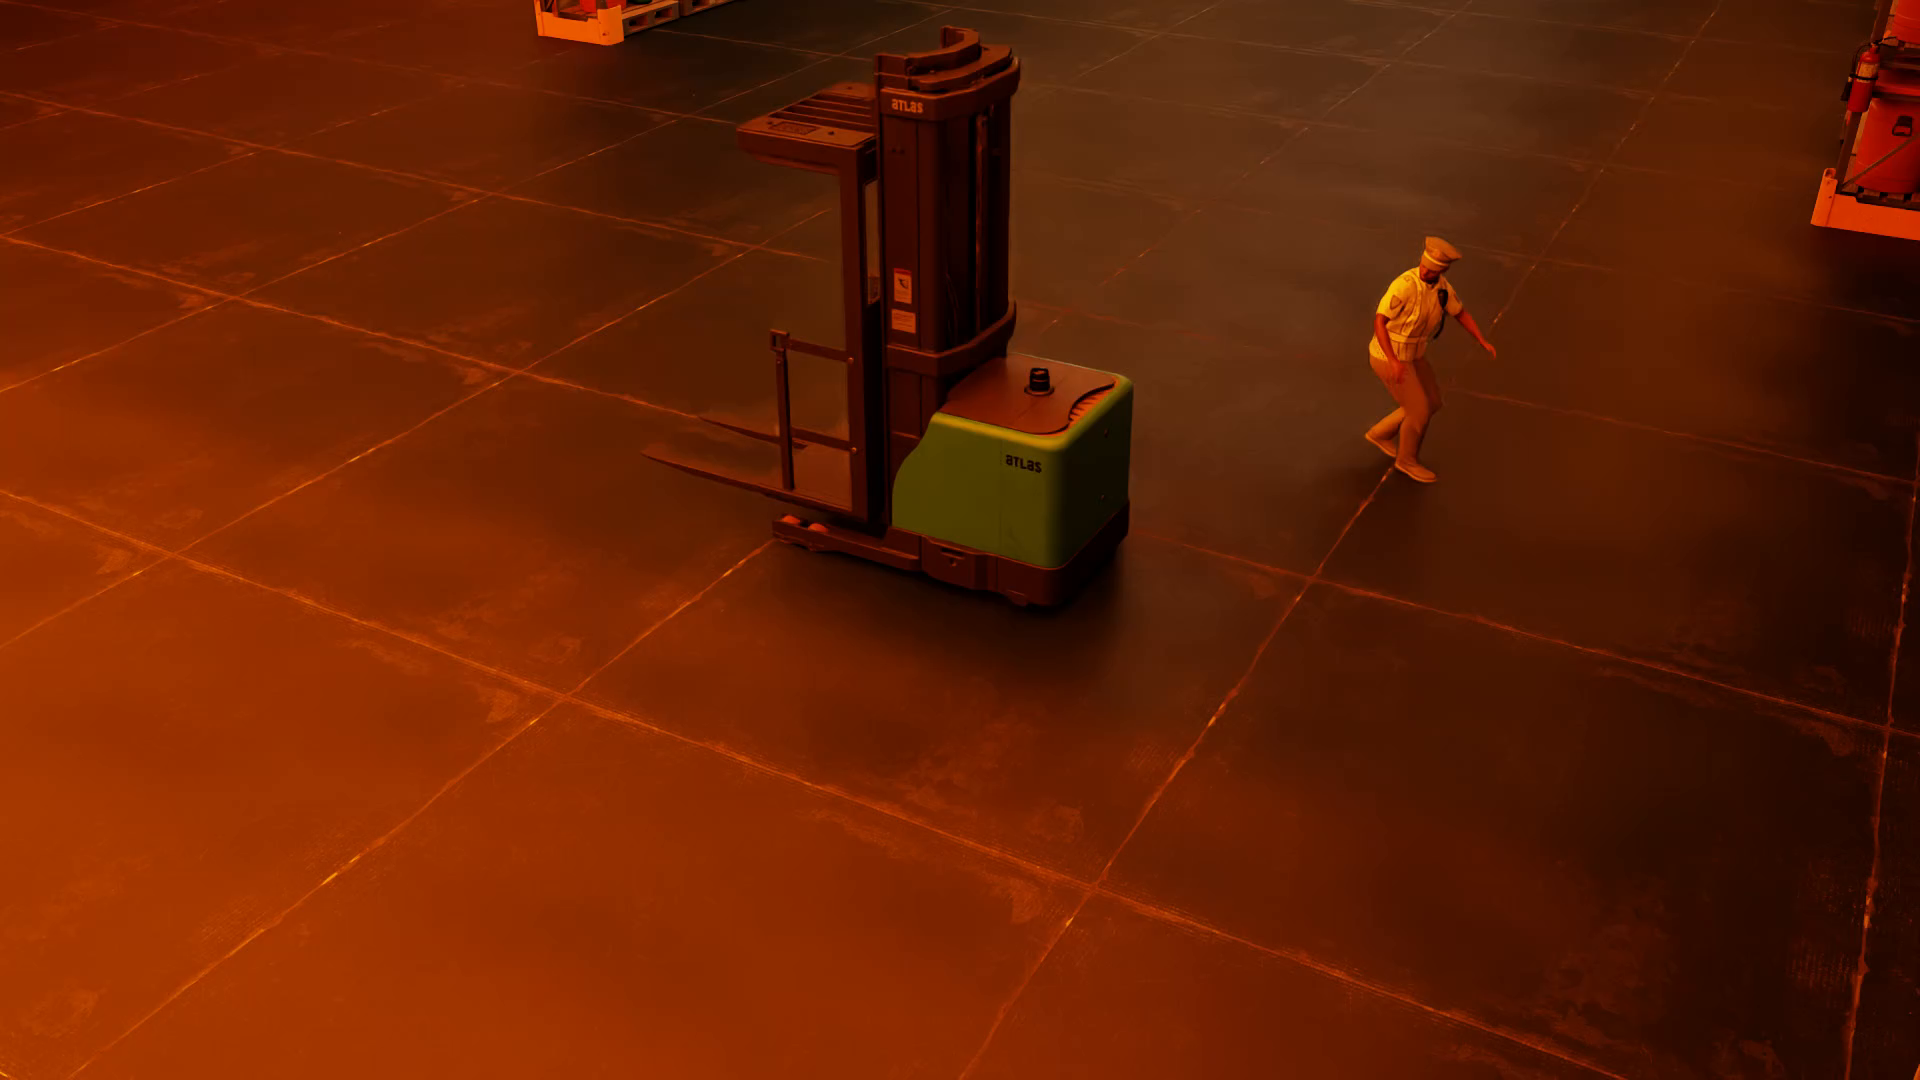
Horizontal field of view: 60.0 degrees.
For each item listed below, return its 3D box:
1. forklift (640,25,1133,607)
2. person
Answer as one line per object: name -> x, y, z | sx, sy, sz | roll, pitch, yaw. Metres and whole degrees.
forklift -> -0.540, -1.413, 9.519 | 3.031, 2.935, 1.130 | 15, 33, 25
person -> 2.886, -1.102, 10.348 | 0.748, 1.567, 0.760 | 26, 39, 37
